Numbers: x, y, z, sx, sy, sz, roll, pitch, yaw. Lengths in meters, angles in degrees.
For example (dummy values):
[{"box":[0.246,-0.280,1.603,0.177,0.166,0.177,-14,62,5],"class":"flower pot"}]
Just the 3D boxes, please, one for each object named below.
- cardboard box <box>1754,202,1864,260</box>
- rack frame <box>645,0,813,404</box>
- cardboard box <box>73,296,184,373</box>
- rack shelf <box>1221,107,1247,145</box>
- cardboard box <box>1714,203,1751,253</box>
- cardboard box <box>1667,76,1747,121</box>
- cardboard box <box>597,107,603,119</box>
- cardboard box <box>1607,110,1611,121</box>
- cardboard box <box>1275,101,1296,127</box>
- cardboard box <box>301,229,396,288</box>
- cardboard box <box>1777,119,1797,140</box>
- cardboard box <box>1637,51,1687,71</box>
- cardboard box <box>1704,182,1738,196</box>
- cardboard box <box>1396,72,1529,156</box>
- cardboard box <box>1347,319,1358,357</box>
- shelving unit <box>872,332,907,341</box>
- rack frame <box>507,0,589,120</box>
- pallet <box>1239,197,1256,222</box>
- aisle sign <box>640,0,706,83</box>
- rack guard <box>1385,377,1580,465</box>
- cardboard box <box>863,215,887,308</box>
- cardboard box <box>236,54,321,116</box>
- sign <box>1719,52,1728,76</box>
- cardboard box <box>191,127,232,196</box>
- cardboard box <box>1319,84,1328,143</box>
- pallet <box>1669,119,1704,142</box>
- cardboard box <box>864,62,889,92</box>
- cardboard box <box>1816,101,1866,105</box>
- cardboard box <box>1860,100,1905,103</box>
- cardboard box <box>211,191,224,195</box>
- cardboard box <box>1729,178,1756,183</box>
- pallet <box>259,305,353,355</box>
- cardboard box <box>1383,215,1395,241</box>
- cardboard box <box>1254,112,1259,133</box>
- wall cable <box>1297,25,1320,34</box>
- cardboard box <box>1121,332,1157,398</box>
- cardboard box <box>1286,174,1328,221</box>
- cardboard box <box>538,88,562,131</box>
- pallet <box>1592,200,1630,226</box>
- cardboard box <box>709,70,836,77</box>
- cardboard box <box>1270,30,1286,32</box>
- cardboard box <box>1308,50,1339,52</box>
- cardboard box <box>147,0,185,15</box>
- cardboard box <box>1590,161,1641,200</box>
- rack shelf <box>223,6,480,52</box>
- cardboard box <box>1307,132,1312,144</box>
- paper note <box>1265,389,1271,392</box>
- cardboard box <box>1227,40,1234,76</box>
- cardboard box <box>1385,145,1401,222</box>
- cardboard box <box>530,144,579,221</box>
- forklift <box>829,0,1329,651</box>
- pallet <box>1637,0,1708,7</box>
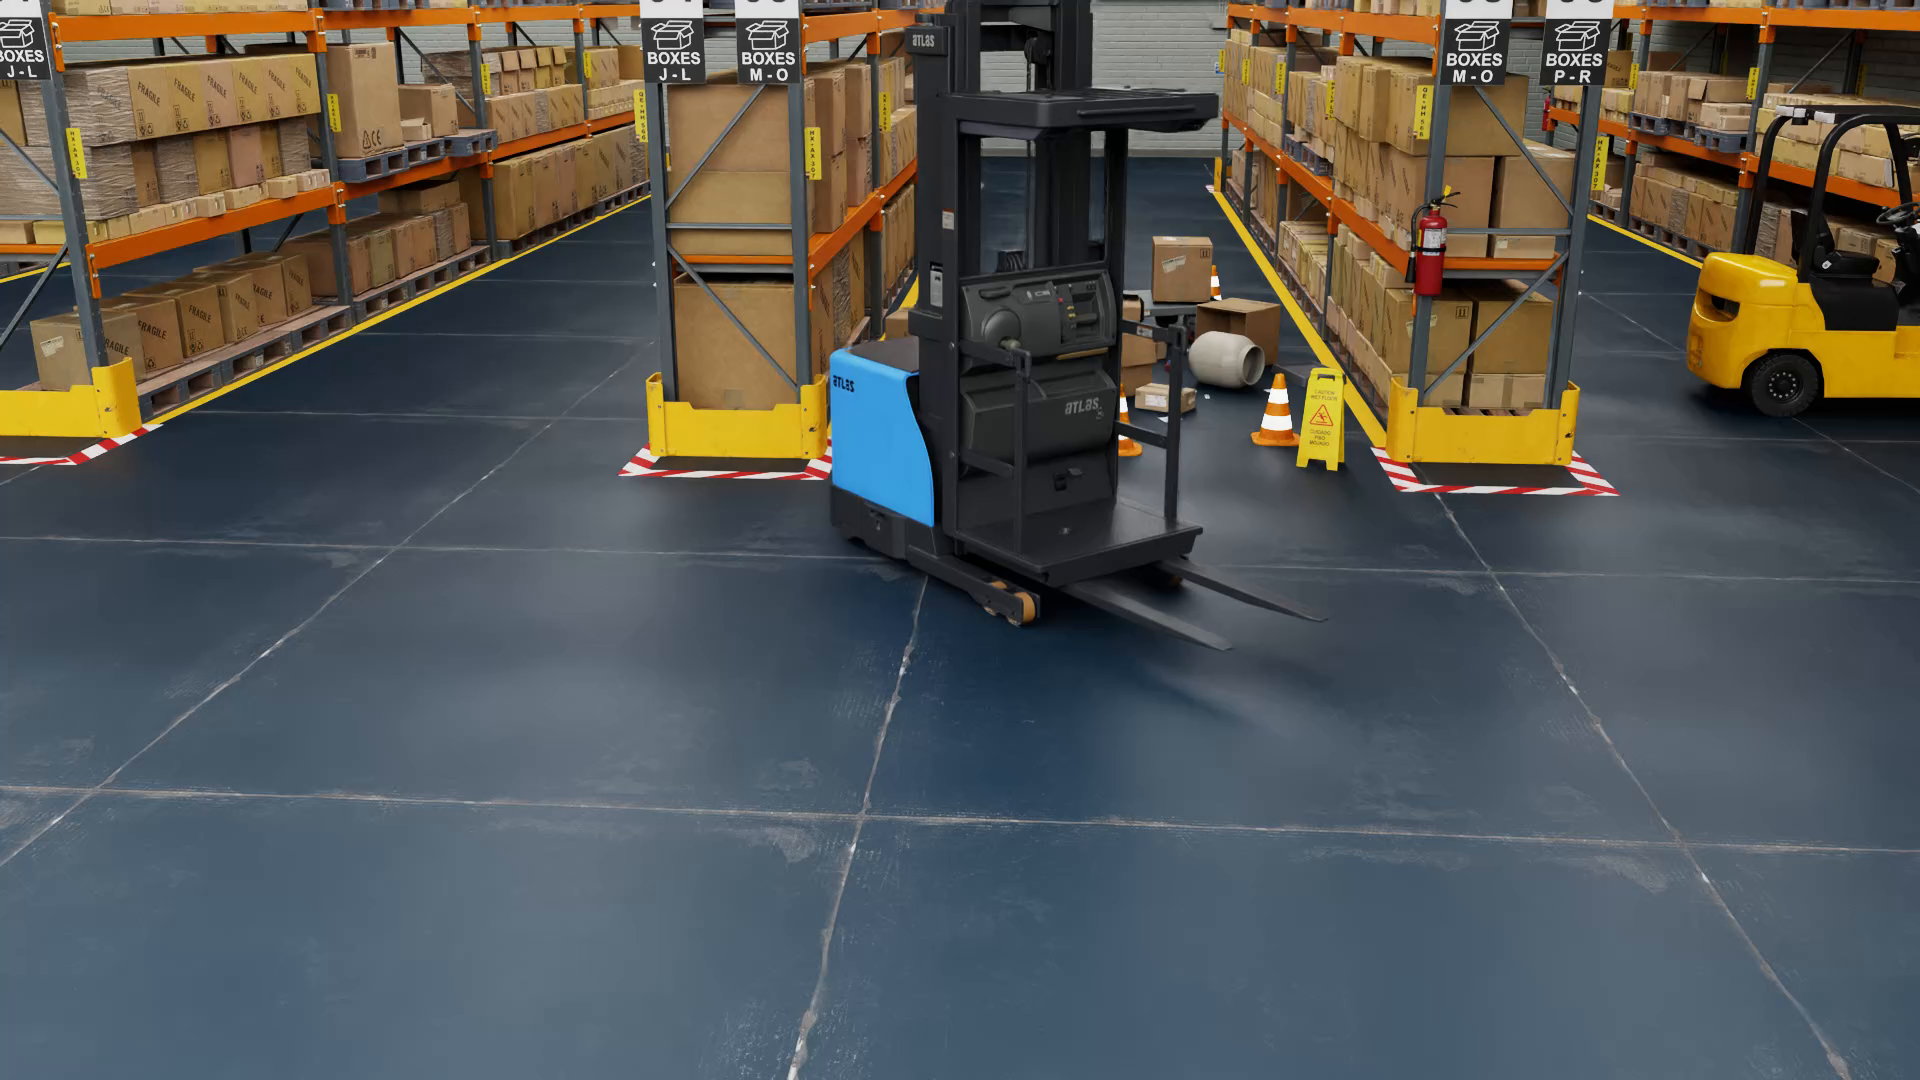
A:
[{"box":[8.918,-3.210,17.541,0.875,0.625,0.625,2,18,6],"class":"cardboard box"},{"box":[-1.493,-2.036,10.820,1.000,3.000,0.127,1,18,4],"class":"rack frame"},{"box":[-6.363,-1.570,12.738,0.500,0.500,0.500,6,19,18],"class":"cardboard box"},{"box":[4.455,-5.963,23.961,1.077,0.370,4.000,1,18,4],"class":"rack shelf"},{"box":[8.792,-3.480,18.566,0.500,0.500,0.500,2,18,6],"class":"cardboard box"},{"box":[8.912,-5.272,19.859,0.700,0.500,0.500,1,18,4],"class":"cardboard box"},{"box":[-5.201,-5.952,23.174,0.380,0.149,0.250,1,18,2],"class":"cardboard box"},{"box":[9.071,-5.803,22.720,0.380,0.149,0.250,2,18,5],"class":"cardboard box"},{"box":[3.807,-4.764,18.584,0.500,0.250,0.500,1,18,4],"class":"cardboard box"},{"box":[-6.028,-2.780,16.397,0.700,0.500,0.500,1,18,4],"class":"cardboard box"},{"box":[8.664,-4.211,16.894,0.500,0.250,0.500,2,18,6],"class":"cardboard box"},{"box":[9.635,-6.458,22.872,0.500,0.500,0.500,1,18,2],"class":"cardboard box"},{"box":[8.875,-4.058,19.290,0.380,0.149,0.250,2,18,6],"class":"cardboard box"},{"box":[3.271,-2.785,10.860,0.700,0.500,0.500,1,18,3],"class":"cardboard box"},{"box":[3.364,-1.584,13.182,0.500,0.250,0.500,1,18,3],"class":"cardboard box"},{"box":[-0.409,-0.686,9.831,0.215,1.050,0.252,0,18,-1],"class":"shelving unit"},{"box":[-5.572,-5.905,22.628,1.000,3.000,0.127,1,18,4],"class":"rack frame"},{"box":[4.445,-4.593,23.103,1.003,0.211,1.213,1,18,4],"class":"pallet"},{"box":[-1.797,-3.256,10.369,0.394,0.787,0.004,1,18,4],"class":"aisle sign"},{"box":[3.457,-0.793,11.040,1.175,0.500,0.348,1,18,4],"class":"rack guard"},{"box":[-1.251,-2.604,15.491,1.050,0.750,0.750,1,18,4],"class":"cardboard box"},{"box":[-5.904,-3.939,14.383,0.500,0.500,0.500,1,18,4],"class":"cardboard box"},{"box":[9.817,-6.113,21.404,0.100,0.325,0.005,1,18,4],"class":"sign"},{"box":[-6.323,-3.005,13.138,0.875,0.500,0.500,1,18,4],"class":"cardboard box"},{"box":[3.577,-3.891,15.167,0.500,0.500,0.500,1,18,4],"class":"cardboard box"},{"box":[9.111,-4.845,19.701,1.003,0.211,1.213,1,18,4],"class":"pallet"},{"box":[-1.067,-4.429,16.357,0.700,0.500,0.500,1,18,3],"class":"cardboard box"},{"box":[8.578,-4.194,16.204,0.380,0.149,0.250,2,18,5],"class":"cardboard box"},{"box":[9.124,-4.262,16.412,0.380,0.149,0.250,1,18,4],"class":"cardboard box"},{"box":[-6.085,-2.687,13.208,0.380,0.149,0.250,1,18,4],"class":"cardboard box"},{"box":[9.364,-4.210,19.752,0.380,0.149,0.250,1,18,4],"class":"cardboard box"},{"box":[-6.159,-1.886,14.841,1.003,0.211,1.213,1,18,4],"class":"pallet"},{"box":[3.201,-2.200,11.722,0.380,0.149,0.250,2,18,5],"class":"cardboard box"},{"box":[3.929,-5.163,20.602,0.500,0.250,0.500,1,18,3],"class":"cardboard box"},{"box":[6.395,-9.133,30.847,0.588,1.984,0.122,1,18,4],"class":"wall cable"},{"box":[1.052,-1.373,12.805,0.797,0.503,0.637,-13,22,-34],"class":"cardboard box"},{"box":[4.158,-3.844,19.076,0.875,0.875,0.875,1,18,3],"class":"cardboard box"},{"box":[-5.406,-5.486,21.186,0.500,0.500,0.500,1,18,3],"class":"cardboard box"},{"box":[9.313,-4.463,22.704,1.003,0.211,1.213,1,18,4],"class":"pallet"},{"box":[-1.396,-3.246,12.538,0.875,0.550,0.500,1,18,4],"class":"cardboard box"},{"box":[4.695,-7.323,24.147,0.380,0.149,0.250,1,18,3],"class":"cardboard box"},{"box":[4.423,-5.584,19.879,0.500,0.500,0.500,2,18,5],"class":"cardboard box"},{"box":[-6.070,-3.991,12.208,0.500,0.250,0.500,1,18,4],"class":"cardboard box"},{"box":[9.237,-5.054,23.369,0.700,0.500,0.500,1,18,2],"class":"cardboard box"},{"box":[-6.003,-5.125,16.586,1.077,0.370,4.000,1,18,4],"class":"rack shelf"},{"box":[3.717,-4.093,16.825,0.380,0.149,0.250,2,18,7],"class":"cardboard box"},{"box":[2.457,-1.165,12.929,0.142,0.019,0.148,-5,19,-15],"class":"paper note"},{"box":[4.250,-7.146,24.647,0.500,0.500,0.500,1,18,2],"class":"cardboard box"},{"box":[3.256,-2.476,11.525,0.500,0.500,0.500,1,18,4],"class":"cardboard box"},{"box":[-5.662,-4.619,21.439,1.225,0.875,0.875,1,18,2],"class":"cardboard box"},{"box":[0.533,-1.144,8.206,1.130,2.935,3.031,-13,22,-34],"class":"forklift"},{"box":[9.146,-6.710,20.567,1.213,0.211,1.003,1,18,4],"class":"pallet"}]
